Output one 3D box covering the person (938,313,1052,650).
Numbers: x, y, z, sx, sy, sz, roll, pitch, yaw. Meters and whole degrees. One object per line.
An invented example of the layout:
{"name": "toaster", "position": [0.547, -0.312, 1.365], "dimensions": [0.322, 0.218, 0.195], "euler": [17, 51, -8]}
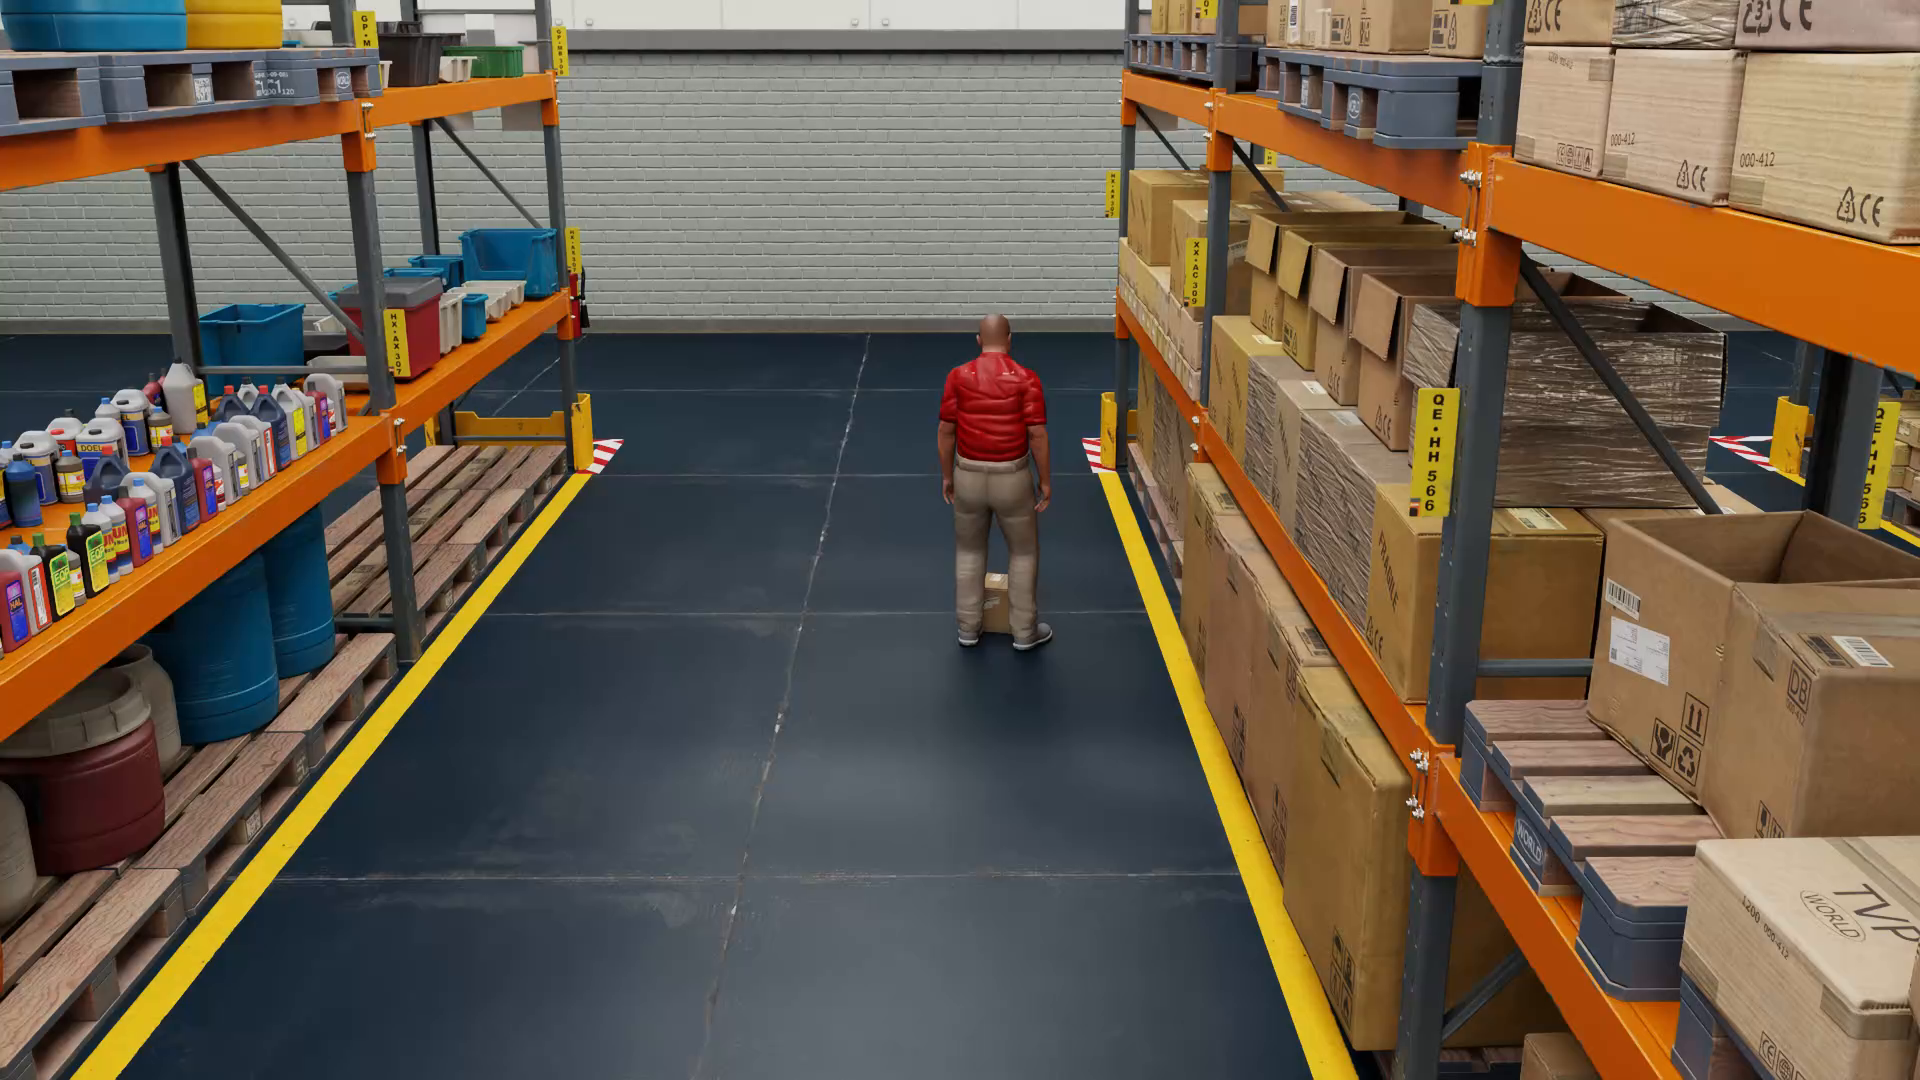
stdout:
{"name": "person", "position": [0.181, -0.292, 8.523], "dimensions": [0.585, 1.726, 0.396], "euler": [4, 18, 14]}
